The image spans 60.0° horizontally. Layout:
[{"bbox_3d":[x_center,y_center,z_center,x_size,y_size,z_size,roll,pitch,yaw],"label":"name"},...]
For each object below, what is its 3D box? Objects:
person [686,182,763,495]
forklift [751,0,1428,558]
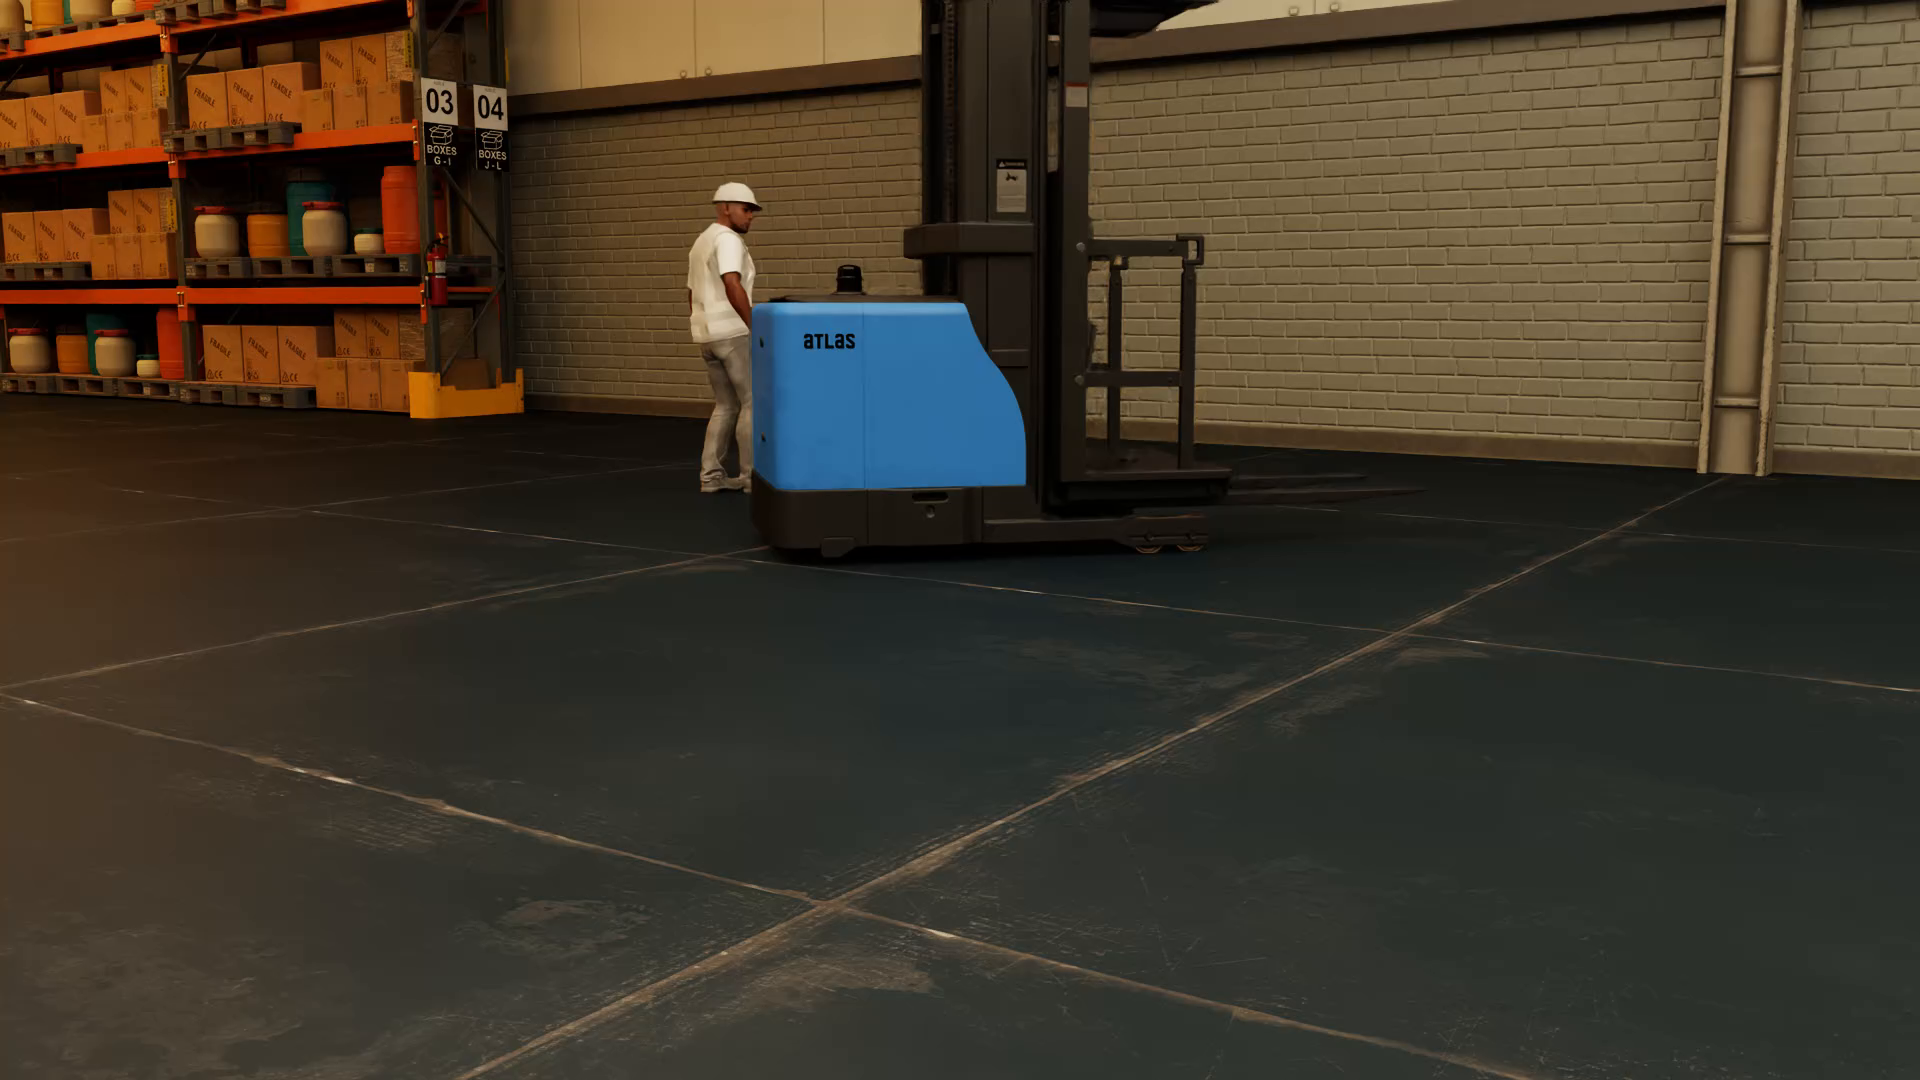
[{"bbox_3d":[-1.260,-1.148,9.465,0.498,1.752,0.774,-5,10,-33],"label":"person"},{"bbox_3d":[0.606,-1.460,7.460,3.031,2.935,1.130,-2,8,-13],"label":"forklift"}]
